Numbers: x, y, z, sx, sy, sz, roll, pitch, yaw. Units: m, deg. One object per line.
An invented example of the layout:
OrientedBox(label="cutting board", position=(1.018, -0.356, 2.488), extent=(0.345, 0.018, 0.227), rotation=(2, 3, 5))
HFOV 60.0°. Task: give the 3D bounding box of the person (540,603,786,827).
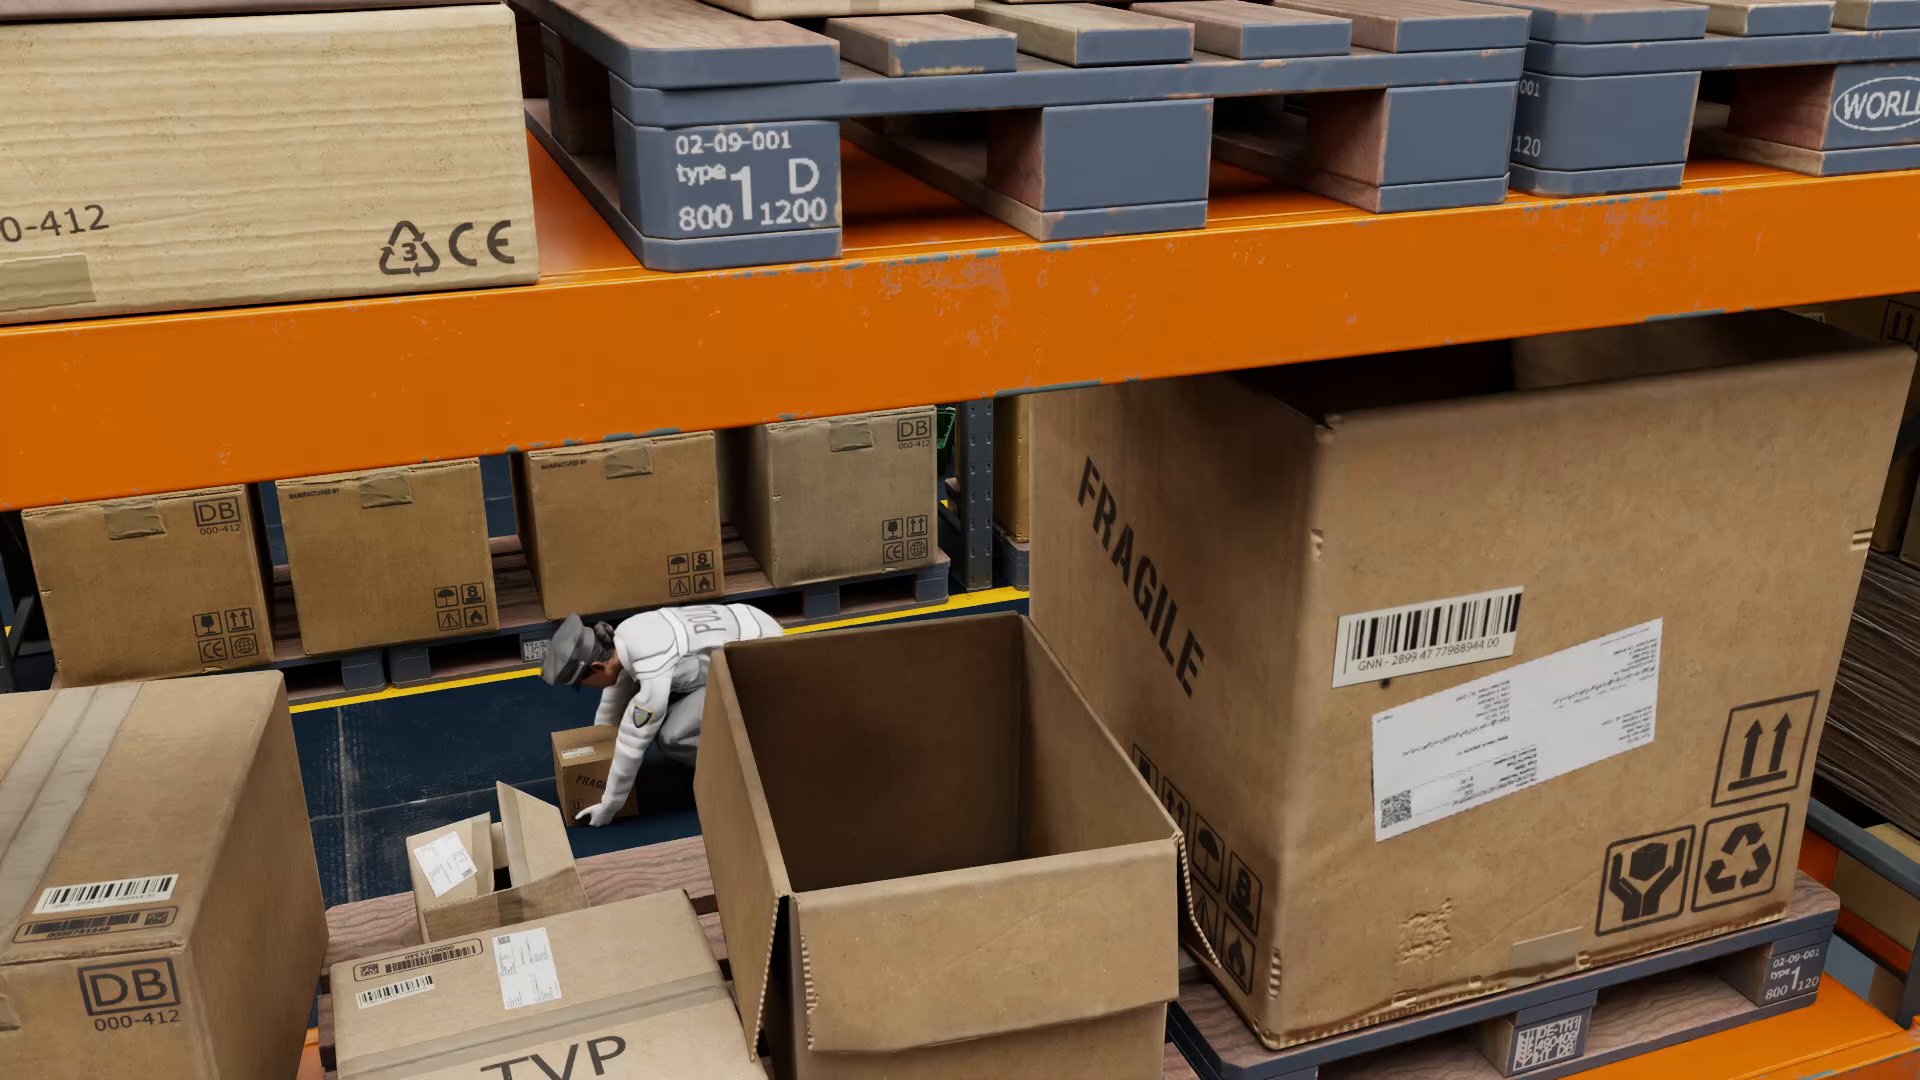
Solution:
OrientedBox(label="person", position=(-1.023, 0.566, 5.934), extent=(0.908, 0.780, 0.456), rotation=(-9, 24, -20))
